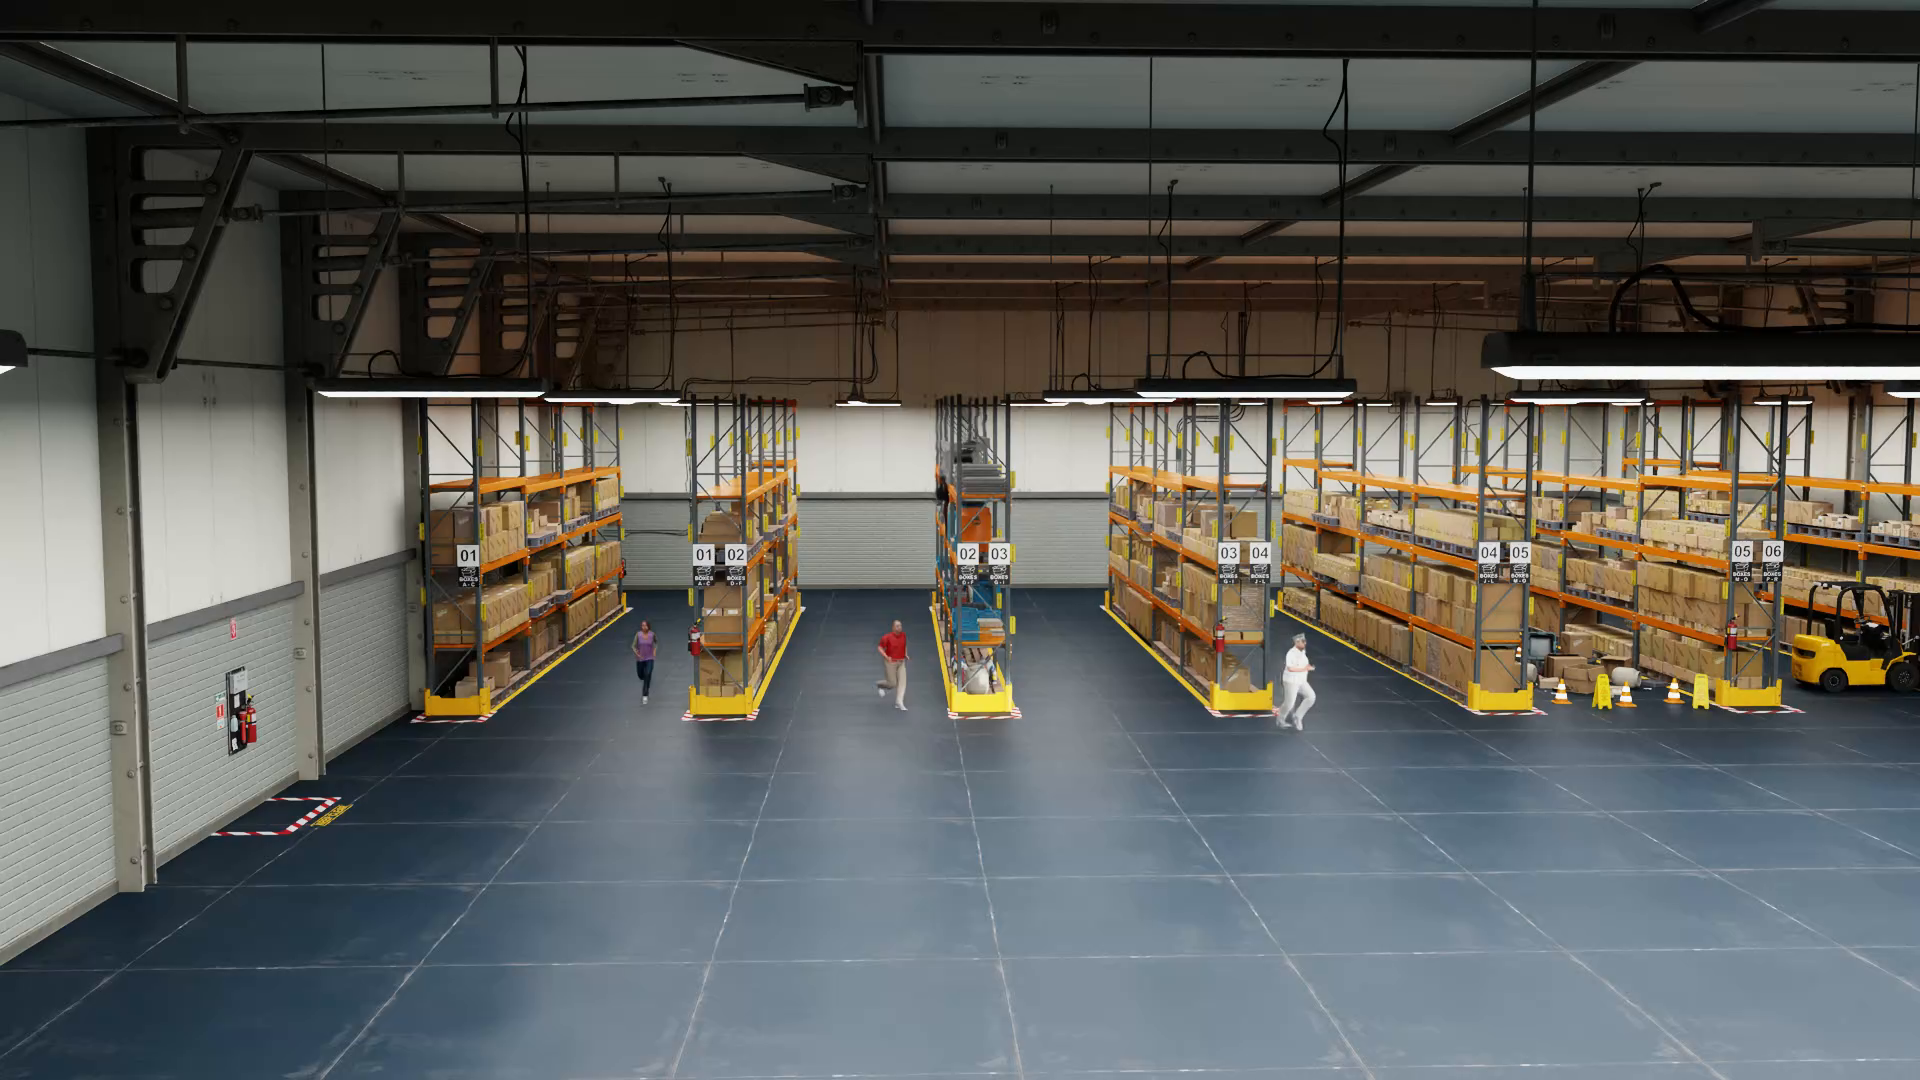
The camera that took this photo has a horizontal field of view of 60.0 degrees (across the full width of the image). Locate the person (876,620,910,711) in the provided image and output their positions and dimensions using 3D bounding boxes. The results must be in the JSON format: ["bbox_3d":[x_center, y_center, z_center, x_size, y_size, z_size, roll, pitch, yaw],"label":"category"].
[{"bbox_3d":[-1.249,2.387,31.853,0.665,1.706,0.945,-3,5,-33],"label":"person"}]

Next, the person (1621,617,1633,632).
[{"bbox_3d":[16.712,1.618,41.277,0.689,1.736,0.667,0,5,-5],"label":"person"}]

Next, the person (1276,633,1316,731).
[{"bbox_3d":[5.980,2.517,29.555,0.825,1.766,0.695,4,6,44],"label":"person"}]

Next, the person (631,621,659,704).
[{"bbox_3d":[-6.211,2.378,32.761,0.517,1.584,0.874,0,5,-3],"label":"person"}]
